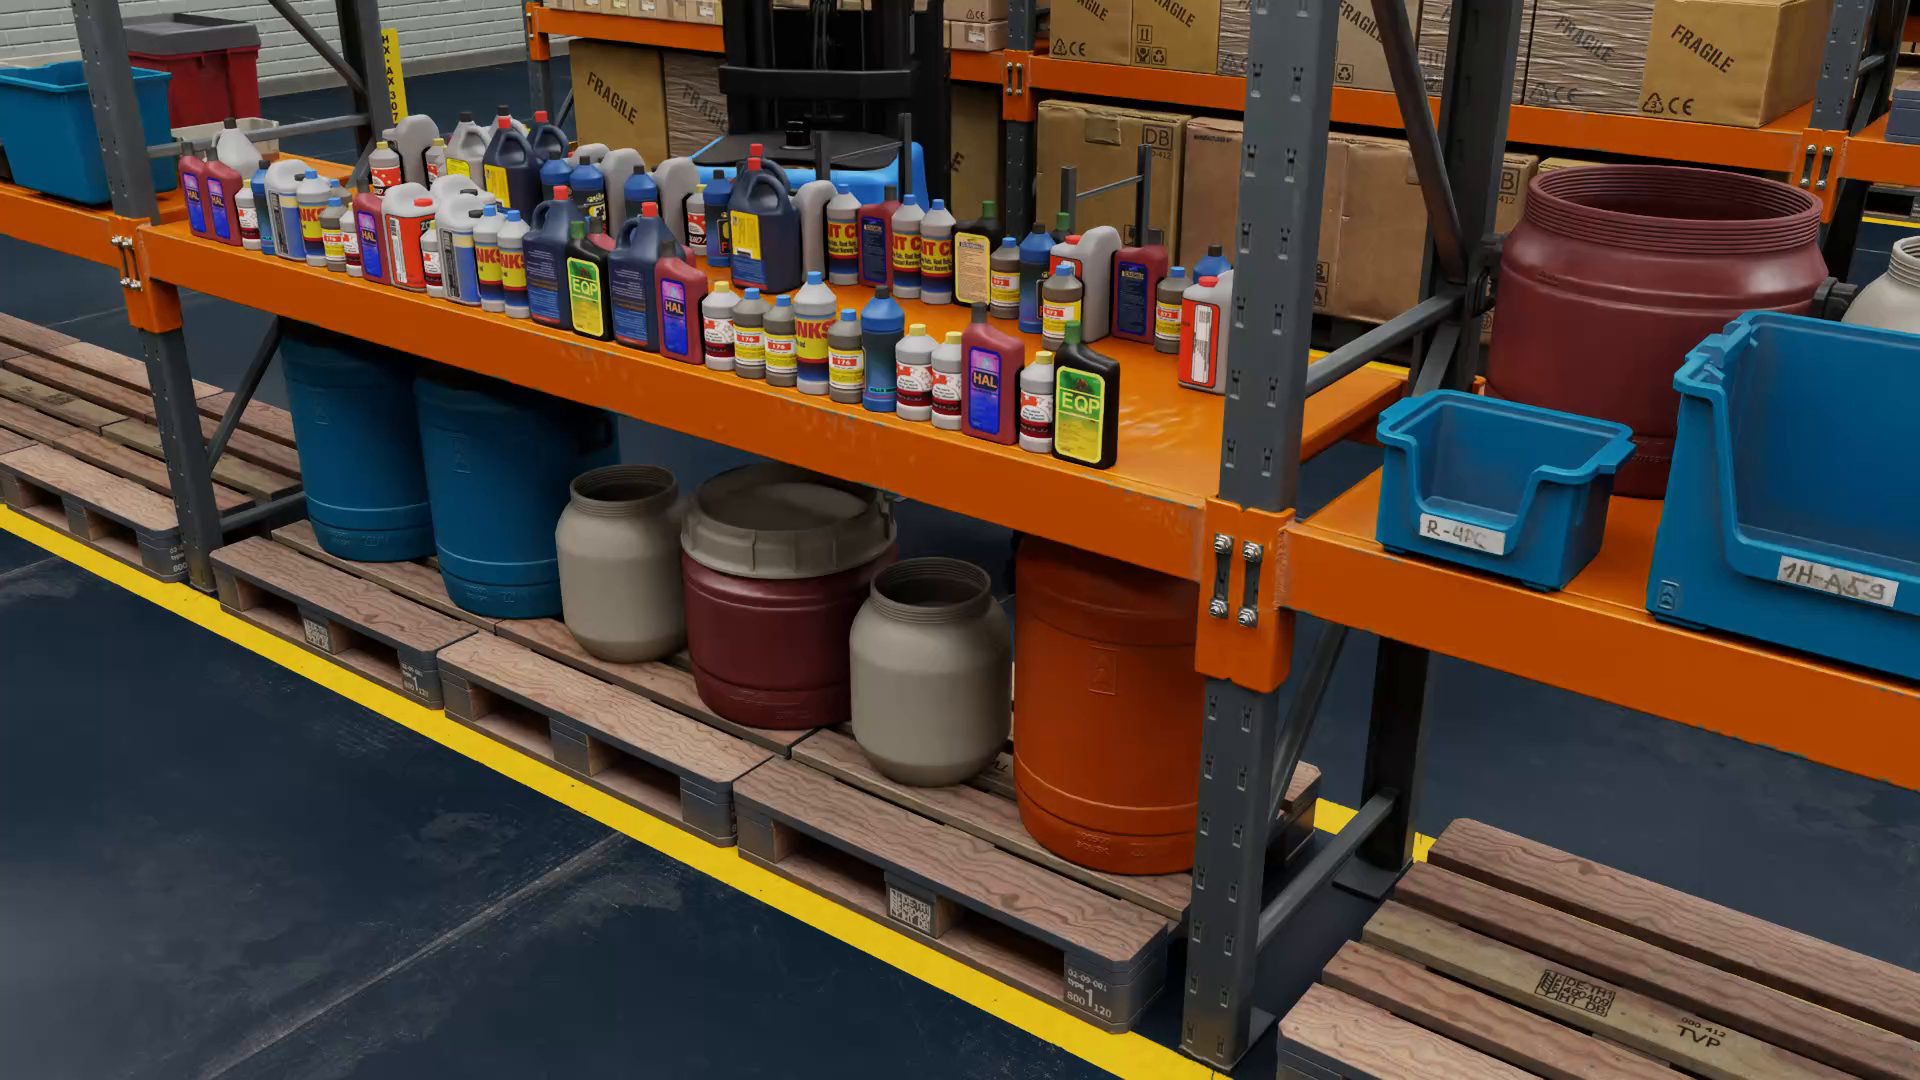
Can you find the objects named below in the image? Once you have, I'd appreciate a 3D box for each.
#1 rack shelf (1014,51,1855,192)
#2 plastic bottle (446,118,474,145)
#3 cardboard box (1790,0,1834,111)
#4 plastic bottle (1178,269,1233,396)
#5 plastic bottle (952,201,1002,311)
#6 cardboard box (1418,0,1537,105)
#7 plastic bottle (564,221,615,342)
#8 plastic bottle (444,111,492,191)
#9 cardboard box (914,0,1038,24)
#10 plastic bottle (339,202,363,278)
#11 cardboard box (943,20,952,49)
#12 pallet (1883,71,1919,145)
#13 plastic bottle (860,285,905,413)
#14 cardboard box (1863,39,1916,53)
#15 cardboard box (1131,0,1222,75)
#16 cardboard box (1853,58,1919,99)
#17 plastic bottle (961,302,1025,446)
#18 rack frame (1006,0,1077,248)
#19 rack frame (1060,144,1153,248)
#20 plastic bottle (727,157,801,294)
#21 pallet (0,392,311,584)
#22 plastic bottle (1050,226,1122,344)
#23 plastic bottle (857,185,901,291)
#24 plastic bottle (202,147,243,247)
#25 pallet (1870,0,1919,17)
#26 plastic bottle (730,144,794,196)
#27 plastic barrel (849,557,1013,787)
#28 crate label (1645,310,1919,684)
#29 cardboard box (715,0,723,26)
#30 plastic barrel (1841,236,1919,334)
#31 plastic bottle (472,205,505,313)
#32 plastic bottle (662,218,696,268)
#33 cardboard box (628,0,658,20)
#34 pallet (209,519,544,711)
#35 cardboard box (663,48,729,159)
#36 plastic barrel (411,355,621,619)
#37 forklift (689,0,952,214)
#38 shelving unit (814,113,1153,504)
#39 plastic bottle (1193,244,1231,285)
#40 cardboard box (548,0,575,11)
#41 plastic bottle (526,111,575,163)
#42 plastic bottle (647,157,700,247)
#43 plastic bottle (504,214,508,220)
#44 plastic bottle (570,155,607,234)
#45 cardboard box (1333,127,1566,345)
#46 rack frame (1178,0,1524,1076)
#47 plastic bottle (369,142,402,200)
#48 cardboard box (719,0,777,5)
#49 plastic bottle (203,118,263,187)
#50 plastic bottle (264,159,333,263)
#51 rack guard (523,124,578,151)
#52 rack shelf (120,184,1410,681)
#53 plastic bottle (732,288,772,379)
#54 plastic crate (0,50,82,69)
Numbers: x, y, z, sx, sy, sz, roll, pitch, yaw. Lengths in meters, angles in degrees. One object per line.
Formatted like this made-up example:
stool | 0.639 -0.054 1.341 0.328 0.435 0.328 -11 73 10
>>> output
rack shelf | 2.203 -2.138 8.274 4.000 0.370 1.077 17 29 33
plastic bottle | -1.646 -1.267 5.550 0.133 0.283 0.061 17 29 33
cardboard box | 3.577 -2.235 7.477 0.500 0.500 0.500 18 29 35
plastic bottle | 0.589 -0.489 3.793 0.135 0.276 0.152 17 29 33
plastic bottle | 0.046 -0.756 4.390 0.133 0.283 0.061 17 29 33
cardboard box | 2.447 -2.316 7.661 0.500 0.500 0.500 16 28 32
plastic bottle | -0.916 -0.646 4.140 0.133 0.283 0.061 17 29 33
plastic bottle | -1.523 -1.167 5.240 0.185 0.351 0.144 17 29 33
cardboard box | 0.092 -3.040 9.247 0.500 0.250 0.500 16 29 32
plastic bottle | -1.701 -0.855 4.716 0.097 0.201 0.097 0 24 0
cardboard box | -0.045 -2.866 9.346 0.250 0.149 0.380 17 29 34
pallet | 4.437 -1.758 6.757 1.003 0.211 1.213 17 29 33
plastic bottle | -0.169 -0.423 3.650 0.097 0.271 0.097 0 24 0
cardboard box | 8.533 -4.812 15.565 0.875 0.875 0.875 17 29 34
cardboard box | 1.223 -2.683 8.496 0.500 0.500 0.500 17 29 33
cardboard box | 6.154 -3.032 11.060 0.500 0.250 0.500 16 28 32
plastic bottle | 0.068 -0.348 3.464 0.133 0.283 0.061 17 29 33
rack frame | 0.602 -2.951 9.227 0.127 3.000 1.000 17 29 33
rack frame | 0.475 -0.543 5.622 0.032 1.500 0.500 17 29 33
plastic bottle | -0.538 -0.866 4.555 0.185 0.351 0.144 17 29 33
pallet | -2.980 -0.242 6.537 1.213 0.211 1.003 17 29 33
plastic bottle | 0.310 -0.650 4.158 0.135 0.276 0.152 17 29 33
plastic bottle | -0.217 -0.835 4.570 0.133 0.283 0.061 17 29 33
plastic bottle | -2.224 -1.041 5.037 0.133 0.283 0.061 17 29 33
pallet | 6.225 -3.610 10.960 1.003 0.211 1.213 17 29 33
plastic bottle | -0.555 -0.947 4.741 0.185 0.351 0.144 17 29 33
plastic barrel | -0.074 0.340 4.322 0.421 0.512 0.421 0 24 0
crate label | 1.465 -0.074 2.654 0.616 0.435 0.502 17 29 33
cardboard box | -1.281 -3.239 10.193 0.250 0.149 0.380 16 28 32
plastic barrel | 1.784 -0.257 2.974 0.421 0.512 0.421 0 24 0
plastic bottle | -1.223 -0.742 4.374 0.097 0.271 0.097 0 24 0
plastic bottle | -0.723 -0.660 4.172 0.133 0.283 0.061 17 29 33
cardboard box | -1.892 -3.425 10.614 0.250 0.149 0.380 16 29 33
pallet | -1.776 0.123 5.708 1.213 0.211 1.003 17 29 33
cardboard box | -1.310 -2.789 10.974 0.875 0.875 0.875 17 29 33
plastic barrel | -1.376 -0.276 5.239 0.708 0.901 0.600 17 29 33
forklift | -0.591 -2.559 8.422 1.130 2.935 3.031 3 24 7
shelving unit | 0.068 -0.666 5.901 1.048 1.500 0.538 17 29 33
plastic bottle | 0.604 -0.572 3.989 0.097 0.271 0.097 0 24 0
cardboard box | -2.512 -3.611 11.036 0.250 0.149 0.380 17 29 34
plastic bottle | -1.288 -1.169 5.244 0.185 0.351 0.144 17 29 33
plastic bottle | -0.870 -1.006 4.967 0.135 0.276 0.152 17 29 33
plastic bottle | -1.240 -0.792 4.573 0.097 0.201 0.097 0 24 0
plastic bottle | -1.115 -1.015 4.994 0.097 0.271 0.097 0 24 0
cardboard box | 2.555 -1.595 8.264 0.875 0.875 1.225 17 29 33
rack frame | 0.833 -0.385 3.405 0.127 3.000 1.000 17 29 33
plastic bottle | -1.919 -1.226 5.559 0.097 0.201 0.097 0 24 0
cardboard box | -1.136 -3.412 10.090 0.500 0.250 0.500 16 28 32
plastic bottle | -2.249 -1.131 5.157 0.185 0.351 0.144 17 29 33
plastic bottle | -1.933 -0.973 4.891 0.135 0.276 0.152 17 29 33
rack guard | -2.618 -2.780 11.939 0.348 0.500 1.175 17 29 33
rack shelf | -0.768 -0.540 4.647 4.000 0.370 1.077 17 29 33
plastic bottle | -0.480 -0.486 3.878 0.097 0.201 0.097 0 24 0
plastic crate | -3.480 -1.755 6.585 0.530 0.282 0.437 17 29 33
